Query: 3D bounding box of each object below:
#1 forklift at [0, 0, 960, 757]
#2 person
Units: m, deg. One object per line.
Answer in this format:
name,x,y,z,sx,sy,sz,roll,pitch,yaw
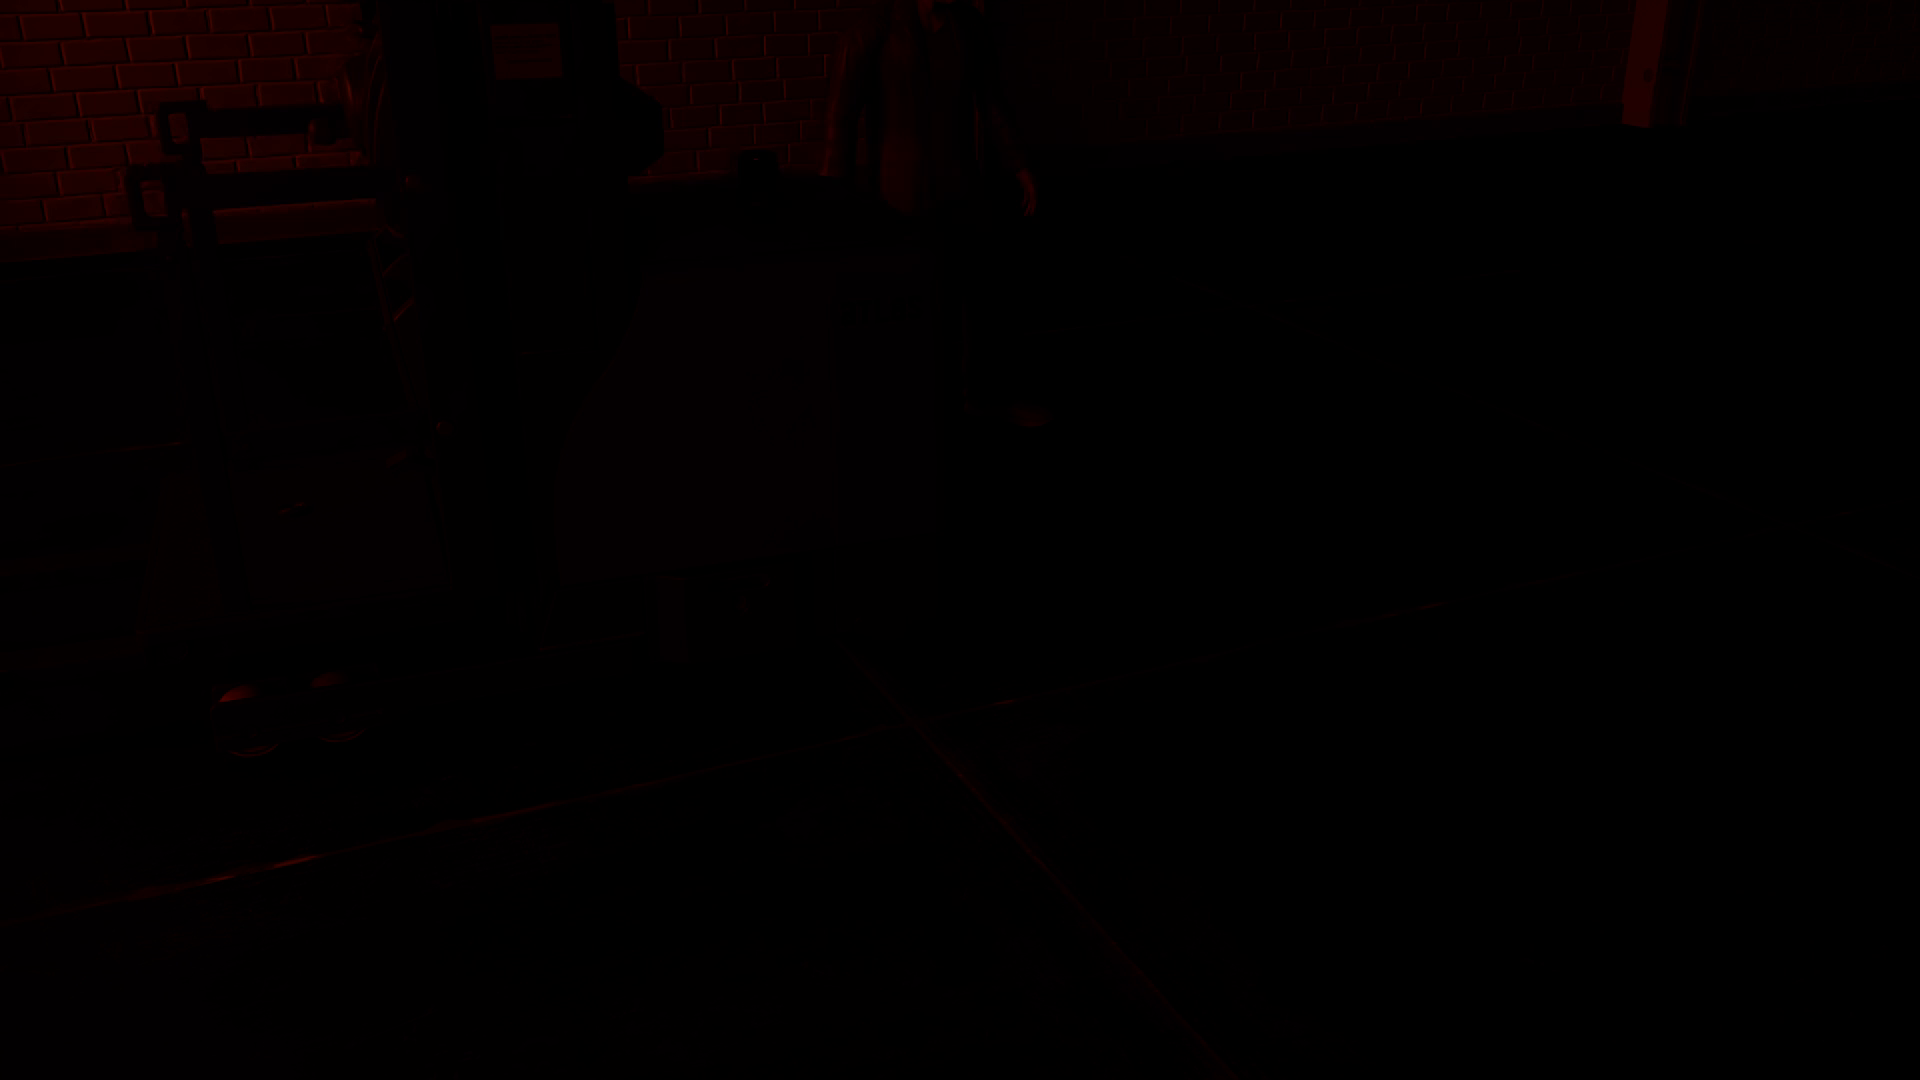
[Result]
forklift,-1.571,-1.075,3.875,3.031,2.935,1.130,-8,24,-19
person,-0.095,-1.192,5.696,0.832,1.752,0.440,-16,28,-34
